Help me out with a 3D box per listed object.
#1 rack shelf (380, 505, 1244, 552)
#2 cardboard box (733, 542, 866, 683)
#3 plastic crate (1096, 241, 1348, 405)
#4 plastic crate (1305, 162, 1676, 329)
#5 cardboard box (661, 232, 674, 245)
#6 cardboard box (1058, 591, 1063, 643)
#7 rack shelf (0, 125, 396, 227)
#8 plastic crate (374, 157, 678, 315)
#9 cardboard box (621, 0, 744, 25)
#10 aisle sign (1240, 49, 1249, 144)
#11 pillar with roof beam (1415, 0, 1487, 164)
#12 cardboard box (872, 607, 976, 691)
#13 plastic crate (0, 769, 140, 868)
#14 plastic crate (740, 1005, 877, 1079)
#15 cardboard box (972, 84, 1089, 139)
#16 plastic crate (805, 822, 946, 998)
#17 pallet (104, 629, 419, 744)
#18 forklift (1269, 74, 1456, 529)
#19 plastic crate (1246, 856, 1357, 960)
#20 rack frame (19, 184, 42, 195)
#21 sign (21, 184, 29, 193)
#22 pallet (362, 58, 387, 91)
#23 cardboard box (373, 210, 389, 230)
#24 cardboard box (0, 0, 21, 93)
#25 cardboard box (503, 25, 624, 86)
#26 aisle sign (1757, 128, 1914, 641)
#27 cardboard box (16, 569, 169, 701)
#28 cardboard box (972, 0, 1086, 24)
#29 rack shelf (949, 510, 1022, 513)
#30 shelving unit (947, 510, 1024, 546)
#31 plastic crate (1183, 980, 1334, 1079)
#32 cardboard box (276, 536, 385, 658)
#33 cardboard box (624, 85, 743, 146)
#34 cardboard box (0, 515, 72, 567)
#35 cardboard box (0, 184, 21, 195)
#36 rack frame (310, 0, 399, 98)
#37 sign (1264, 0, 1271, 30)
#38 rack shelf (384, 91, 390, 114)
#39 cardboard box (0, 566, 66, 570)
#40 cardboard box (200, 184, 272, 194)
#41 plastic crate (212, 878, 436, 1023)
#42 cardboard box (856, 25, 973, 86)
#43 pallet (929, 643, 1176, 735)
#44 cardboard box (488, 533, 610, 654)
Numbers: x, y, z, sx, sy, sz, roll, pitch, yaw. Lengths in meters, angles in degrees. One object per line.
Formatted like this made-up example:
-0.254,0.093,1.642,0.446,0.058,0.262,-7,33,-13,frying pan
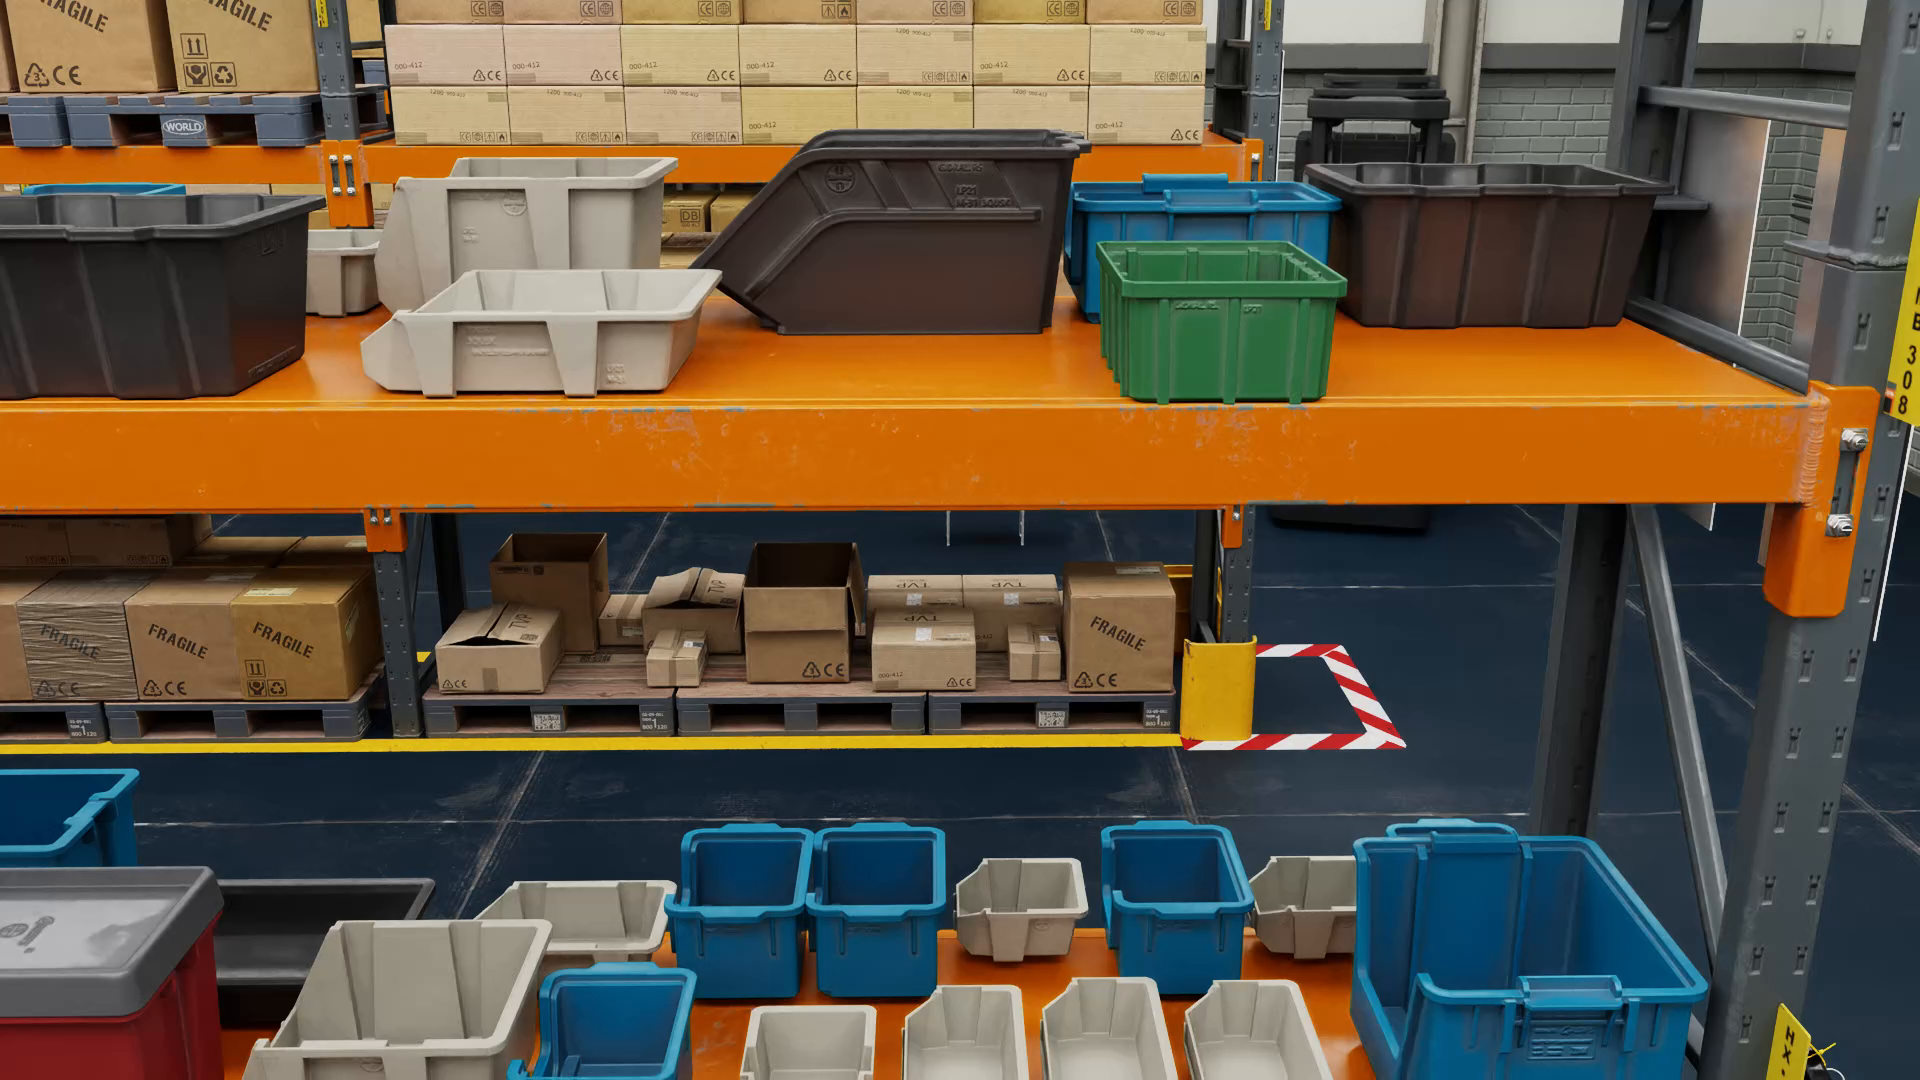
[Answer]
-0.687,-0.286,8.205,4.000,0.370,1.077,0,18,-1,rack shelf
-0.809,0.350,8.412,0.637,0.503,0.797,0,18,-1,cardboard box
0.405,-0.360,2.696,0.336,0.188,0.450,0,18,-1,plastic crate
0.998,-0.574,3.230,0.590,0.269,0.497,0,18,-1,plastic crate
-1.673,-1.227,8.161,0.500,0.500,0.500,-1,18,-2,cardboard box
0.638,0.400,8.808,0.250,0.166,0.380,0,18,-1,cardboard box
-4.687,-1.695,7.687,4.000,0.370,1.077,0,18,-1,rack shelf
-0.834,-0.580,3.229,0.530,0.282,0.437,0,18,-1,plastic crate
-1.199,-2.548,7.368,0.500,0.500,0.700,0,18,-1,cardboard box
1.376,-1.966,8.009,0.004,0.787,0.394,0,18,-1,aisle sign
3.984,-3.970,8.690,0.400,9.000,9.100,0,18,-1,pillar with roof beam
-0.178,0.535,8.249,0.500,0.250,0.500,0,18,-1,cardboard box
-2.151,0.767,3.674,0.575,0.384,0.392,0,18,-1,plastic crate
-0.289,1.044,3.215,0.250,0.136,0.298,0,18,-1,plastic crate
0.303,-1.913,7.434,0.500,0.250,0.500,0,18,-1,cardboard box
-0.182,0.833,3.715,0.300,0.233,0.416,0,18,-1,plastic crate
-3.500,0.725,8.443,1.213,0.211,1.003,0,18,-1,pallet
2.948,-1.883,12.119,1.130,2.935,3.031,4,18,13,forklift
0.813,0.849,3.824,0.298,0.136,0.250,0,18,-1,plastic crate
-6.768,-2.112,12.721,0.127,3.000,1.000,0,18,-1,rack frame
-6.750,-2.460,12.040,0.005,0.325,0.100,0,18,-1,sign
-3.685,-3.449,12.292,1.217,0.209,0.805,-1,18,-3,pallet
-4.239,-2.246,12.454,0.500,0.500,0.500,0,18,-1,cardboard box
-4.526,-2.355,7.552,0.600,0.600,0.600,-1,18,-3,cardboard box
-1.697,-2.143,7.333,0.500,0.250,0.500,0,18,-1,cardboard box
1.463,-0.274,2.734,0.004,0.787,0.394,0,18,-1,aisle sign
-4.172,0.454,8.093,0.500,0.500,0.500,0,18,0,cardboard box
0.298,-2.606,7.549,0.500,0.500,0.700,0,18,-1,cardboard box
0.165,-0.283,10.960,0.480,0.148,0.258,0,18,-1,rack shelf
0.165,-0.572,10.867,0.503,1.200,0.258,0,18,-1,shelving unit
0.574,1.031,3.255,0.243,0.136,0.396,0,18,-1,plastic crate
-3.175,0.290,8.604,0.500,0.500,0.500,-1,18,-3,cardboard box
-1.197,-1.905,7.411,0.500,0.250,0.500,0,18,-1,cardboard box
-4.676,-0.059,8.467,0.500,0.250,0.500,-1,18,-2,cardboard box
-7.113,-2.667,12.506,0.250,0.149,0.380,-3,18,-8,cardboard box
-2.687,-3.475,7.149,0.127,3.000,1.000,0,18,-1,rack frame
1.301,-2.318,7.003,0.005,0.325,0.100,0,18,-1,sign
-4.769,-3.208,12.403,4.000,0.370,1.077,0,18,-1,rack shelf
-4.713,0.299,8.578,0.500,0.500,0.500,-1,18,-3,cardboard box
-5.273,-2.598,12.324,0.500,0.250,0.500,0,18,0,cardboard box
-1.498,0.909,3.654,0.590,0.125,0.437,0,18,-1,plastic crate
-0.197,-2.149,7.351,0.500,0.250,0.500,0,18,-1,cardboard box
0.439,0.695,8.537,1.213,0.211,1.003,0,18,-1,pallet
-2.122,0.273,8.658,0.500,0.500,0.500,0,18,-1,cardboard box
